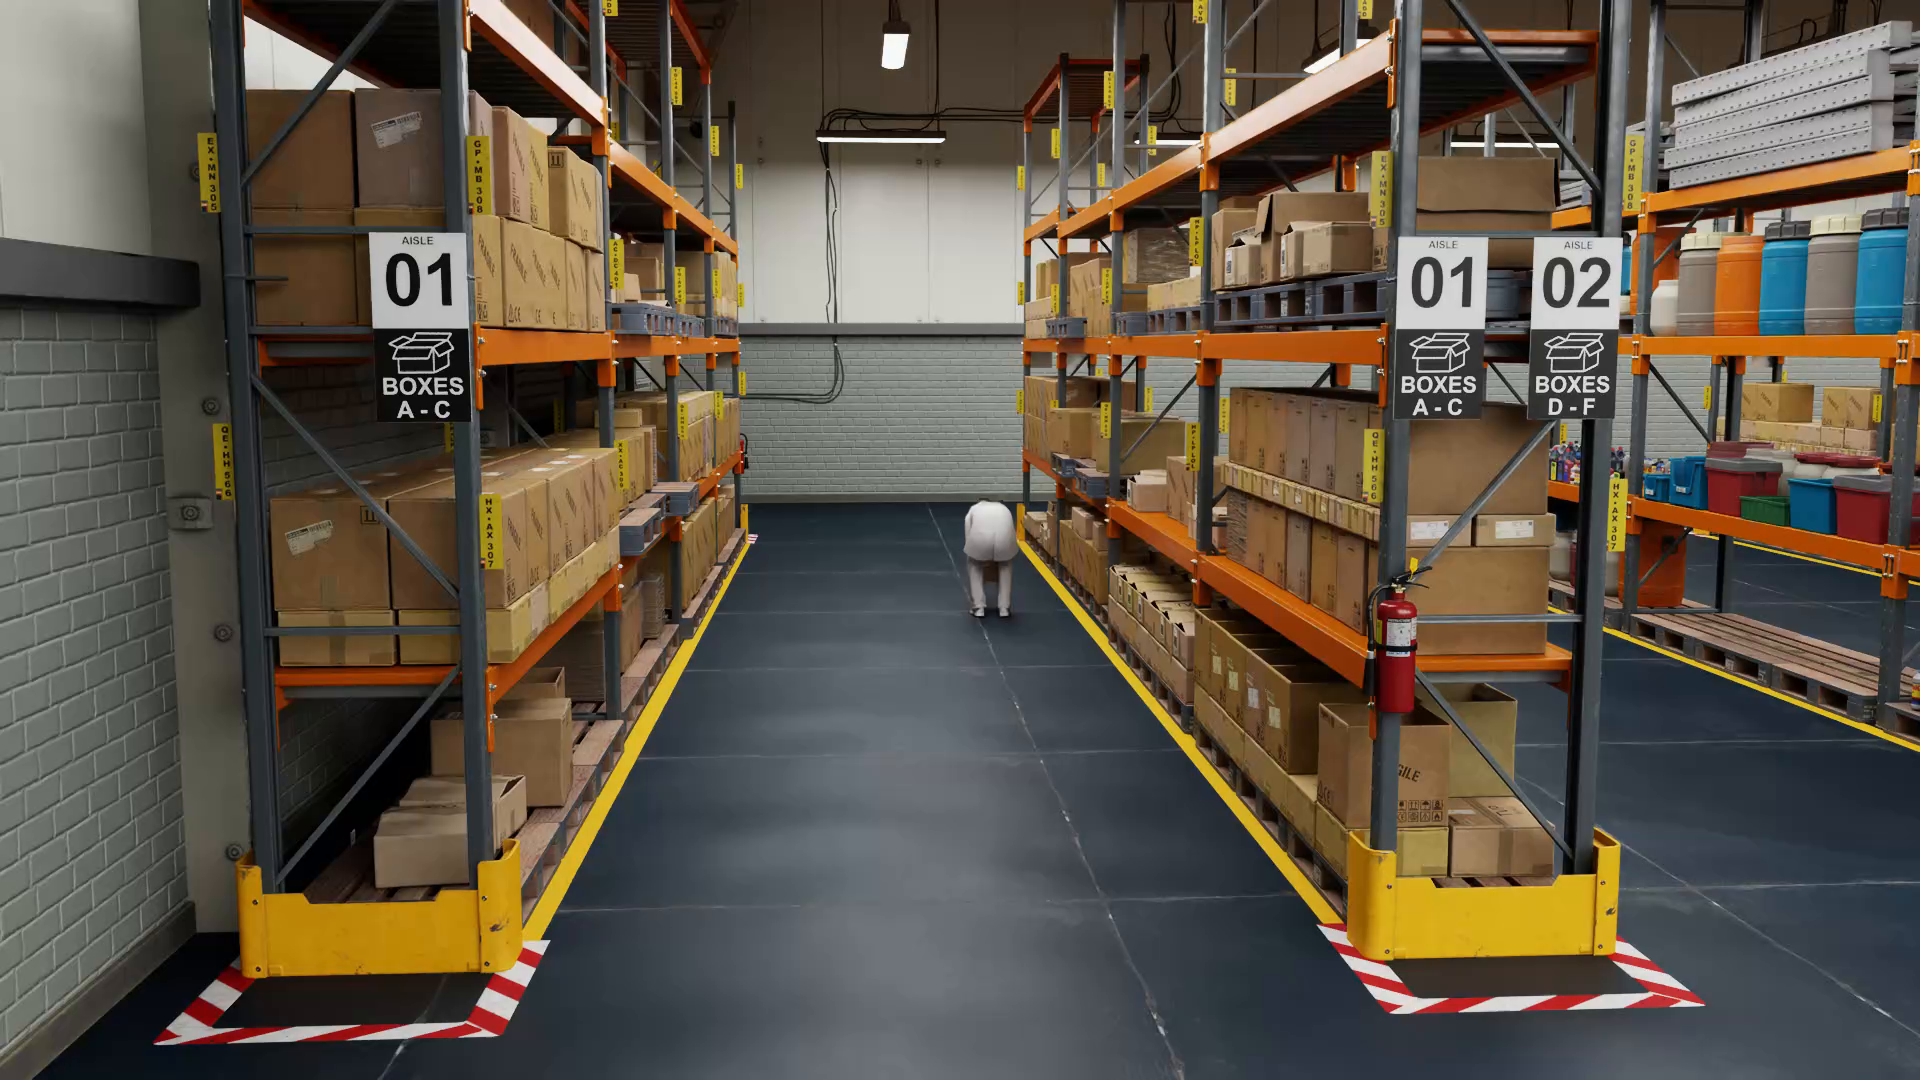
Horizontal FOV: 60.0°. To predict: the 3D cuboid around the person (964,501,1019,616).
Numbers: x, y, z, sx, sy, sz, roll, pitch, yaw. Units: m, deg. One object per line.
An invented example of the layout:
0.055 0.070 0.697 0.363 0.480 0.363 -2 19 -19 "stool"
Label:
0.295 0.174 17.057 0.568 1.140 0.948 -1 7 -6 "person"
